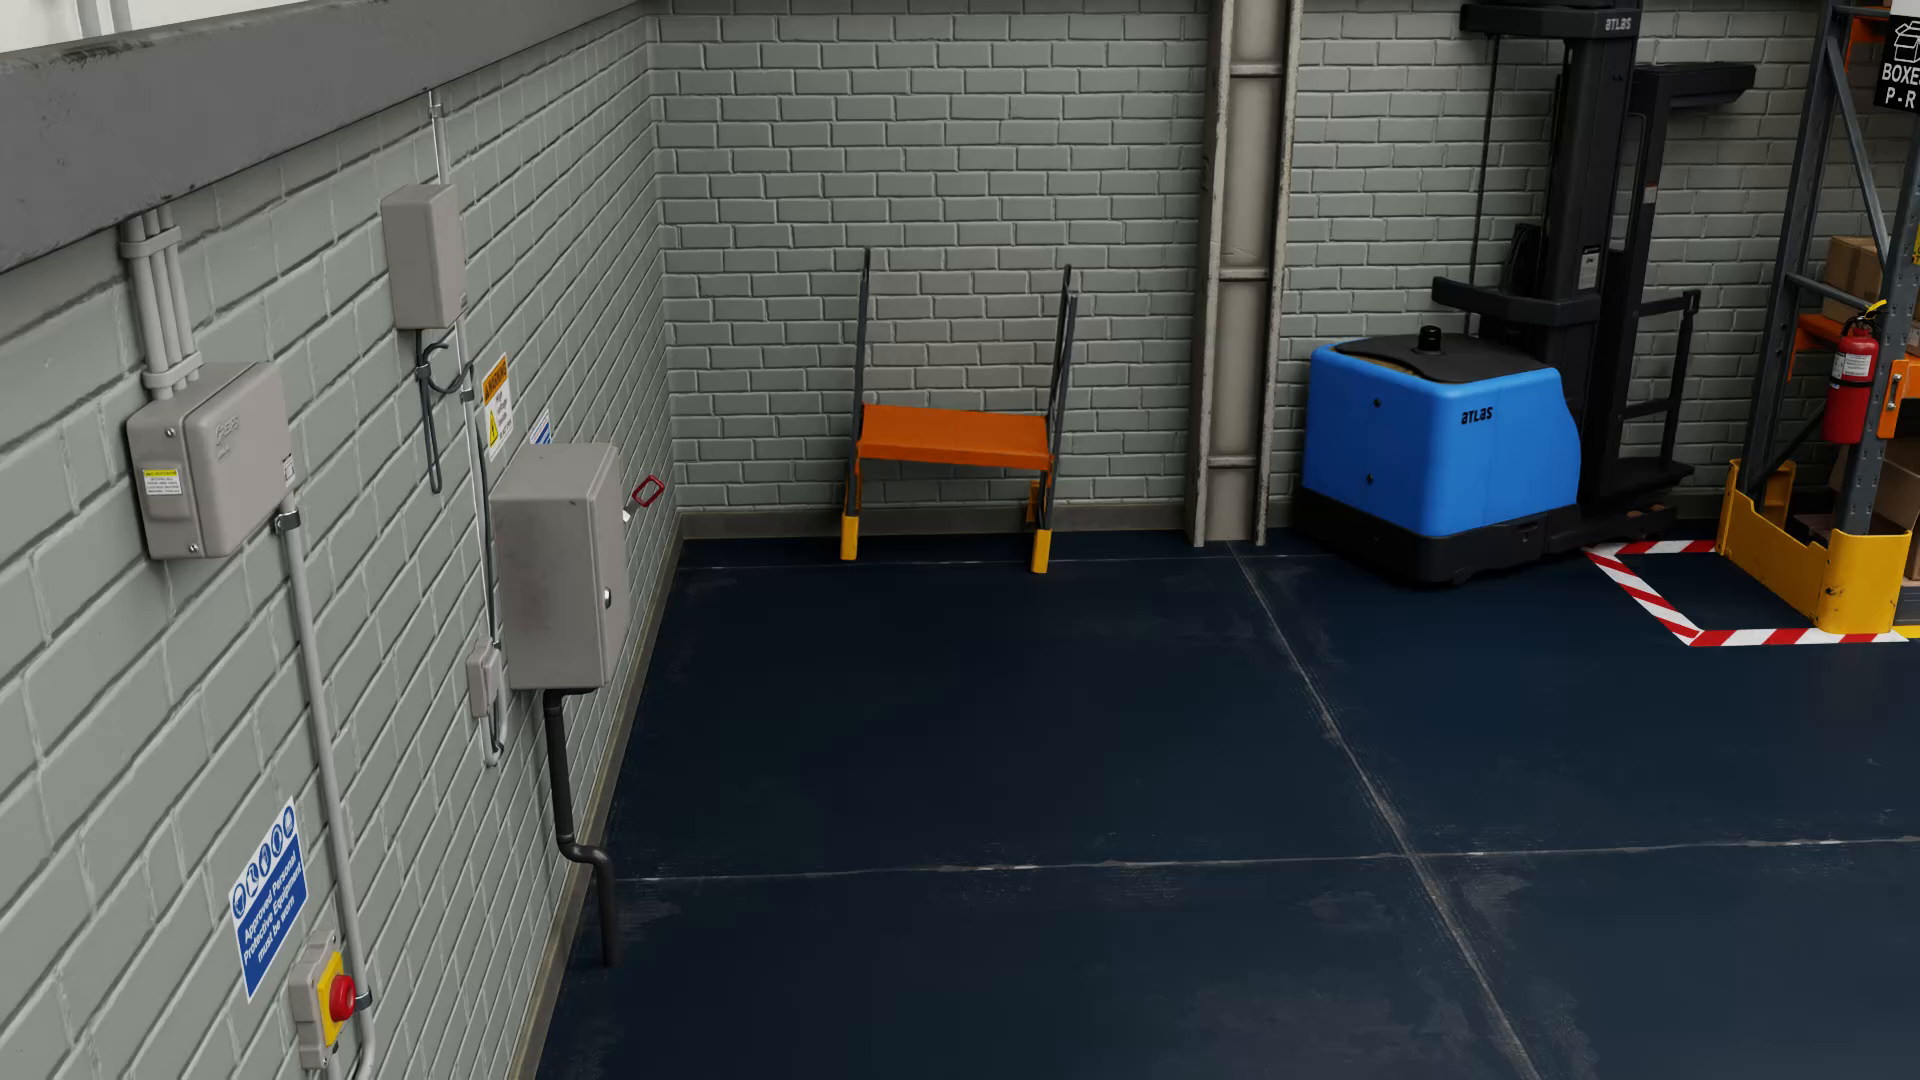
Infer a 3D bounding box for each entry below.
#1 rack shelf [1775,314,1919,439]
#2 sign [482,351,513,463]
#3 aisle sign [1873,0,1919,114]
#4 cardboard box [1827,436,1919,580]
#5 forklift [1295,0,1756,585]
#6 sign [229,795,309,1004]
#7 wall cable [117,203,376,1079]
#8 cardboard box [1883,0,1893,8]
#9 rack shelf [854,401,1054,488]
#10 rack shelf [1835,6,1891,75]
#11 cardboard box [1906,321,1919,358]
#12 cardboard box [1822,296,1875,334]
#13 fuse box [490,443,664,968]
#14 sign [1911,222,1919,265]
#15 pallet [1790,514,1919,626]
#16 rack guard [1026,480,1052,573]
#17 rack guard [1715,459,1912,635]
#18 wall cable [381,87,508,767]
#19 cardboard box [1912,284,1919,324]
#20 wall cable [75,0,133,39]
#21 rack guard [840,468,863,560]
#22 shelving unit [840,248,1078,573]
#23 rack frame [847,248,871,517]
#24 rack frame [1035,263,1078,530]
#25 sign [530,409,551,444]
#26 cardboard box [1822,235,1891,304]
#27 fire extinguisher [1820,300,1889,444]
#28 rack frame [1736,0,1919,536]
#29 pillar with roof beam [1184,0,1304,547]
[{"bbox_3d":[6.196,-0.863,8.183,4.000,0.370,1.077,-1,21,-3],"label":"rack shelf"},{"bbox_3d":[-1.320,-0.384,4.753,0.001,0.242,0.339,-1,21,-3],"label":"sign"},{"bbox_3d":[4.147,-2.268,7.208,0.004,0.787,0.394,-1,21,-3],"label":"aisle sign"},{"bbox_3d":[4.815,-0.167,8.262,0.637,0.503,0.797,-2,21,-5],"label":"cardboard box"},{"bbox_3d":[3.369,-1.512,8.972,3.031,2.935,1.130,-12,24,-29],"label":"forklift"},{"bbox_3d":[-1.201,0.620,2.898,0.001,0.218,0.327,-1,21,-3],"label":"sign"},{"bbox_3d":[-1.142,0.238,2.808,0.123,1.953,0.585,-1,21,-3],"label":"wall cable"},{"bbox_3d":[4.505,-2.532,7.692,0.250,0.149,0.380,-1,21,-2],"label":"cardboard box"},{"bbox_3d":[-0.032,-0.501,8.628,1.000,0.185,0.538,4,28,-3],"label":"rack shelf"},{"bbox_3d":[6.196,-2.265,7.649,4.000,0.370,1.077,-1,21,-3],"label":"rack shelf"},{"bbox_3d":[4.543,-0.950,7.754,0.250,0.149,0.380,-1,21,-3],"label":"cardboard box"},{"bbox_3d":[4.514,-1.143,8.261,0.250,0.149,0.380,-1,21,-4],"label":"cardboard box"},{"bbox_3d":[-1.117,0.580,5.192,0.414,1.711,0.539,-1,21,-3],"label":"fuse box"},{"bbox_3d":[4.230,-1.370,7.288,0.005,0.325,0.100,-1,21,-3],"label":"sign"},{"bbox_3d":[5.071,0.127,8.492,1.213,0.211,1.003,-1,21,-3],"label":"pallet"},{"bbox_3d":[0.418,-0.076,8.859,0.087,0.250,0.587,4,28,-3],"label":"rack guard"},{"bbox_3d":[4.275,0.008,8.397,0.348,0.500,1.175,-1,21,-3],"label":"rack guard"},{"bbox_3d":[-1.235,-0.251,4.136,0.122,1.984,0.588,-1,21,-3],"label":"wall cable"},{"bbox_3d":[4.667,-1.141,7.695,0.500,0.250,0.500,-1,21,-3],"label":"cardboard box"},{"bbox_3d":[-1.177,-1.983,1.683,0.029,3.000,0.463,-1,21,-3],"label":"wall cable"},{"bbox_3d":[-0.574,-0.144,8.812,0.087,0.250,0.587,4,28,-3],"label":"rack guard"},{"bbox_3d":[-0.027,-0.660,8.543,1.083,1.500,0.587,4,28,-3],"label":"shelving unit"},{"bbox_3d":[-0.524,-0.694,8.520,0.032,1.500,0.500,4,28,-3],"label":"rack frame"},{"bbox_3d":[0.489,-0.625,8.568,0.032,1.500,0.500,4,28,-3],"label":"rack frame"},{"bbox_3d":[-1.352,-0.149,5.429,0.001,0.494,0.329,-1,21,-3],"label":"sign"},{"bbox_3d":[4.643,-1.331,8.194,0.500,0.250,0.500,-1,21,-1],"label":"cardboard box"},{"bbox_3d":[4.078,-0.781,7.589,0.183,0.674,0.296,-1,21,-3],"label":"fire extinguisher"},{"bbox_3d":[4.199,-1.159,7.948,0.127,3.000,1.000,-1,21,-3],"label":"rack frame"},{"bbox_3d":[1.701,-2.698,3.561,0.400,9.000,9.100,-1,21,-3],"label":"pillar with roof beam"}]
